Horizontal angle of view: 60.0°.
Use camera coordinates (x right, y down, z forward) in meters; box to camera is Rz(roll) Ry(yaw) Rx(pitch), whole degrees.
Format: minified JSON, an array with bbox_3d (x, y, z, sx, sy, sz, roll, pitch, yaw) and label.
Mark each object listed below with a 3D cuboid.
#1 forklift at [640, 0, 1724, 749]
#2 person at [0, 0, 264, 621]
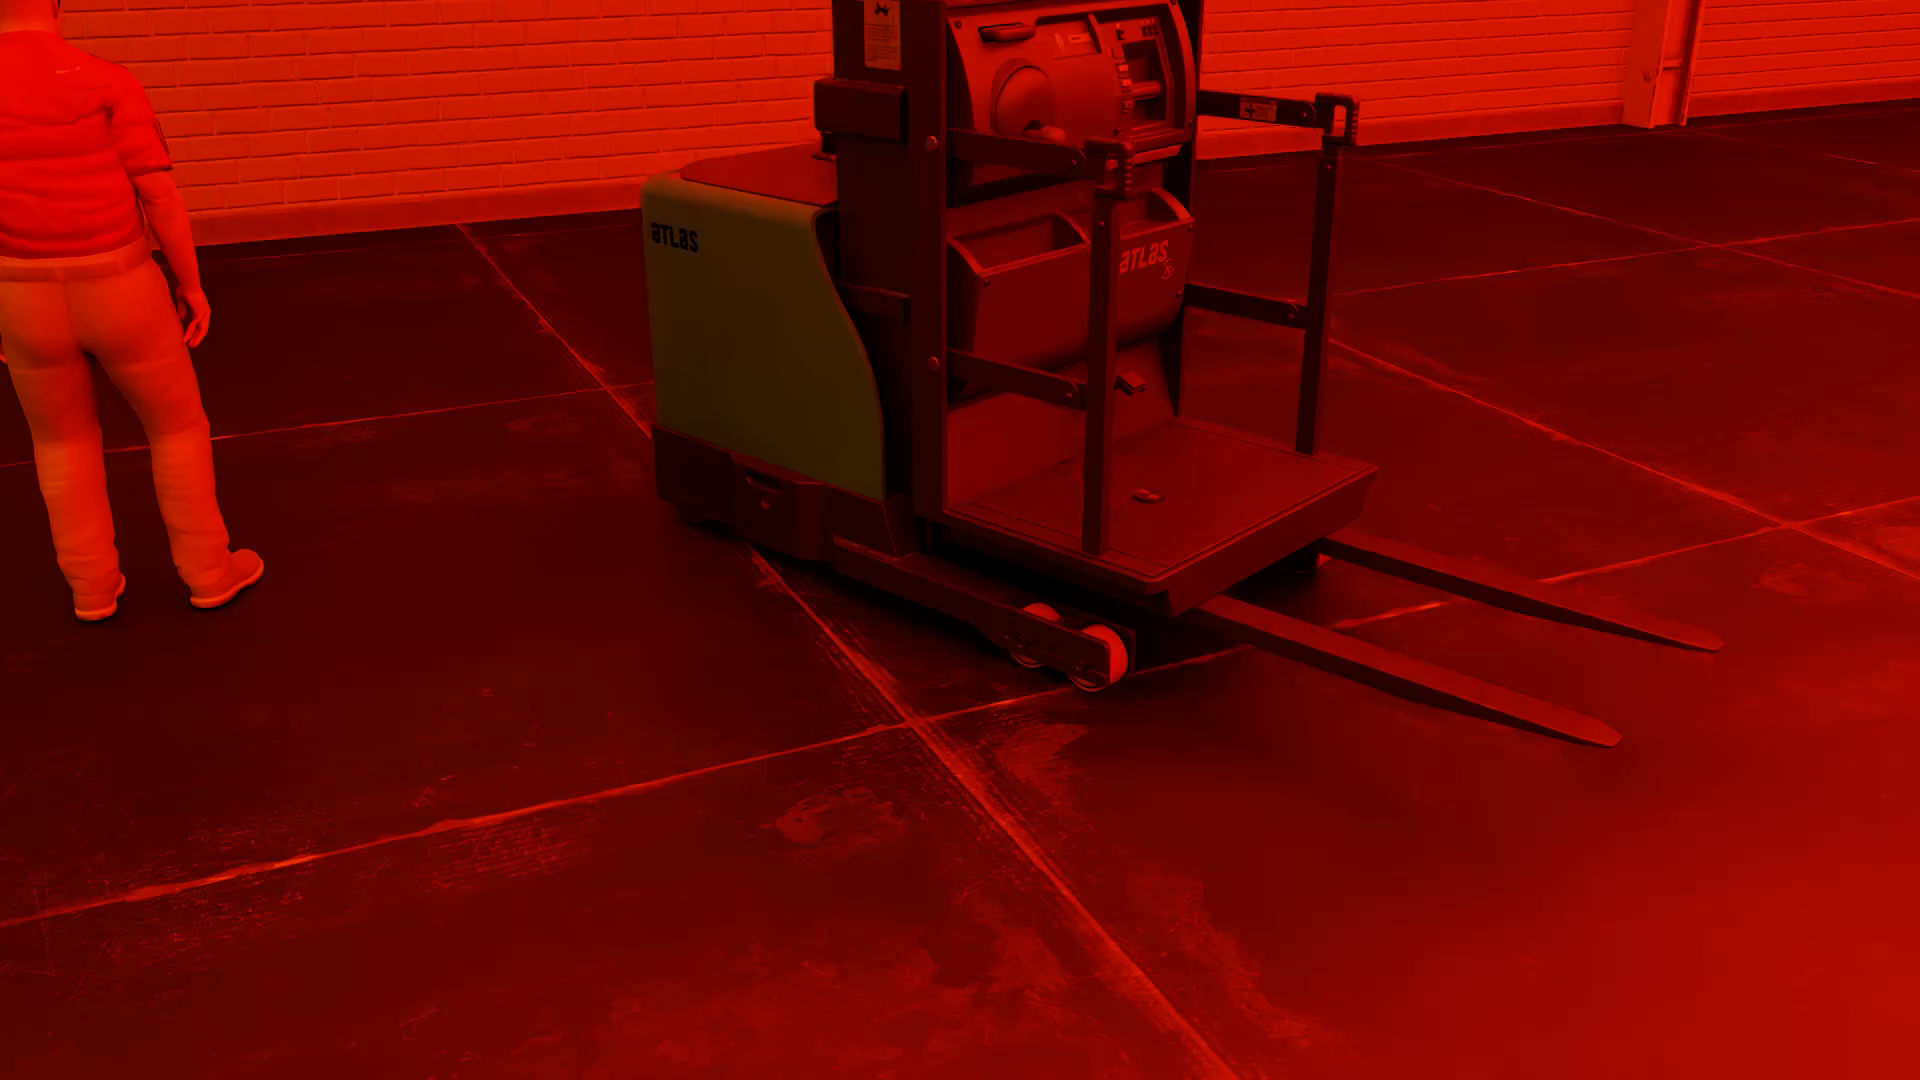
[{"bbox_3d":[0.466,-1.199,4.172,3.031,2.935,1.130,19,29,38],"label":"forklift"},{"bbox_3d":[-2.290,-0.626,4.362,0.589,1.725,0.396,-6,23,-13],"label":"person"}]
